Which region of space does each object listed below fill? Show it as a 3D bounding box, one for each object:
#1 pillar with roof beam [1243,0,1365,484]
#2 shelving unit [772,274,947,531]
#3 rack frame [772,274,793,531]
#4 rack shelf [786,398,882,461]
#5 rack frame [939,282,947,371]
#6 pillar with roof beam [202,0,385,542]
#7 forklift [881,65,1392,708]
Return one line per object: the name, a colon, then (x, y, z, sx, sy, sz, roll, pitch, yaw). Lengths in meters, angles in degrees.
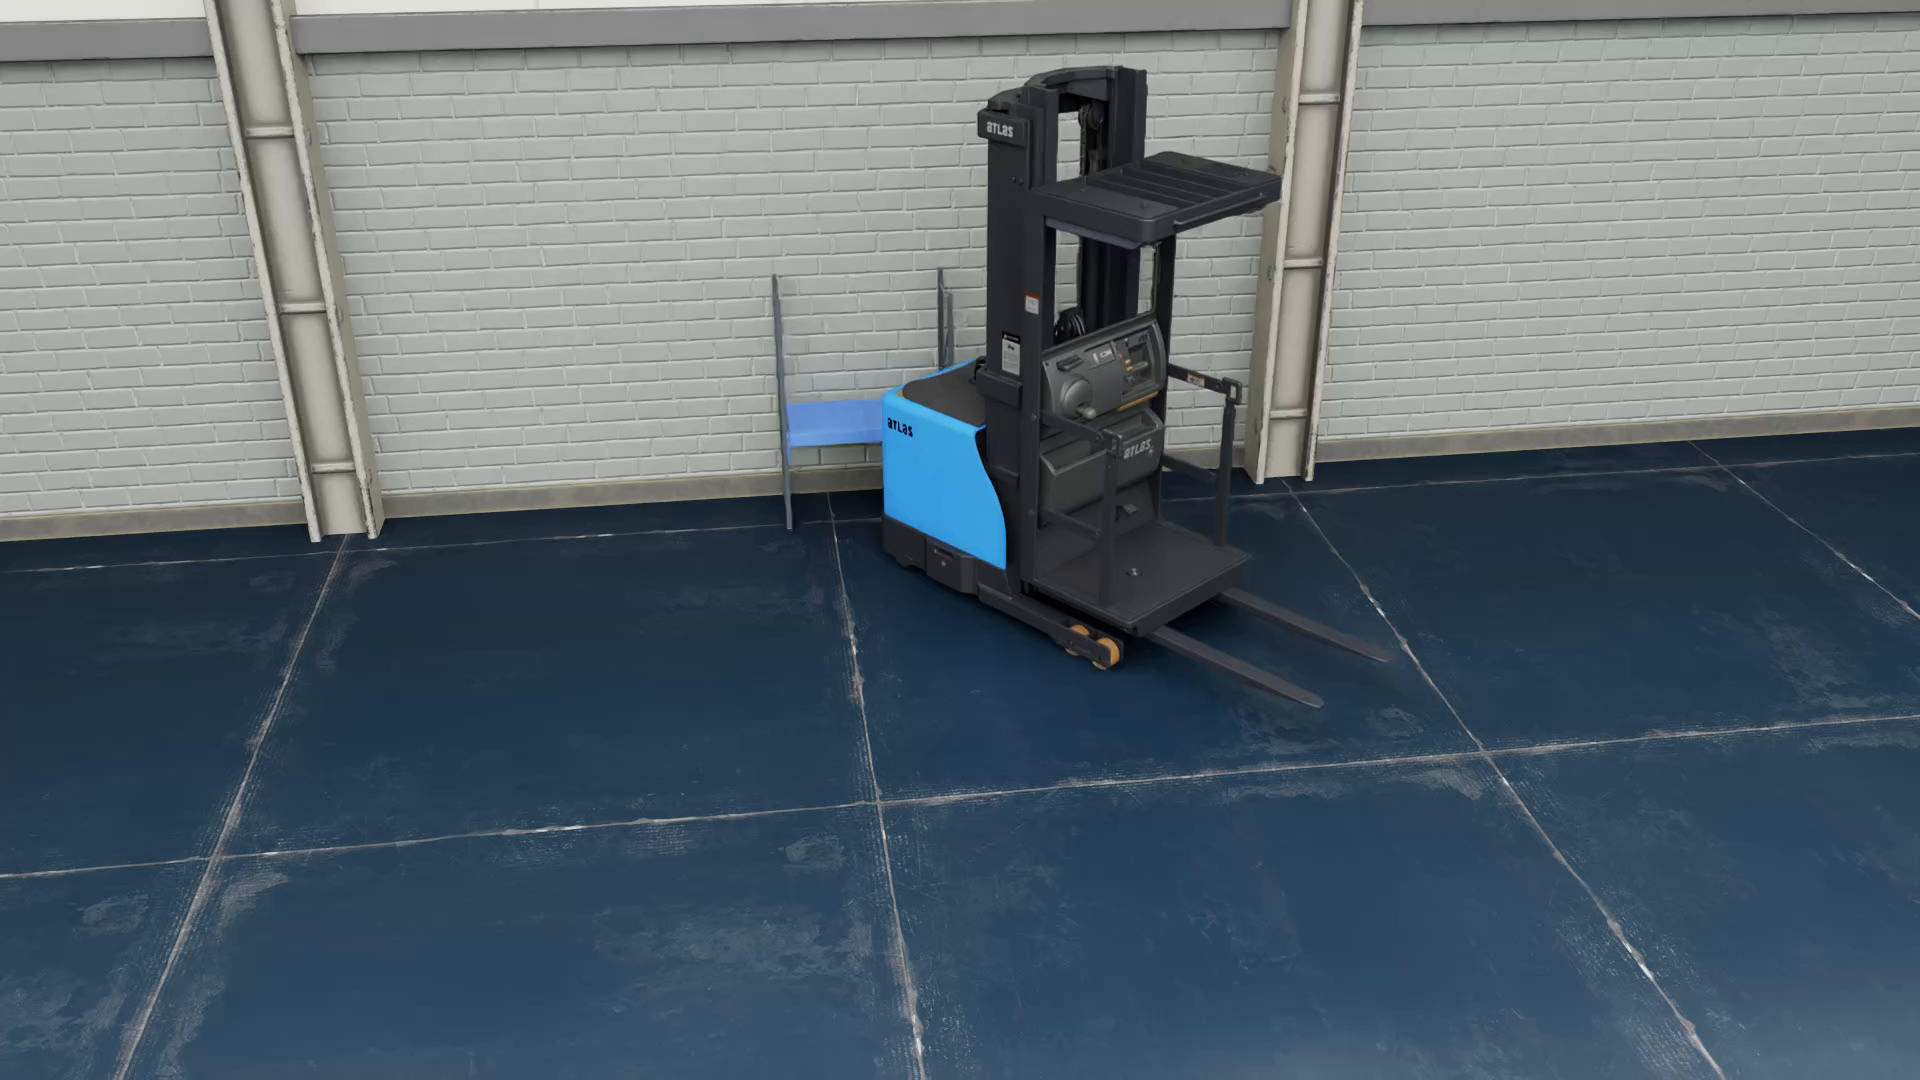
pillar with roof beam: (2.724, -2.509, 5.282, 0.400, 9.000, 9.100, -4, 27, -7)
shelving unit: (-0.597, -0.870, 10.301, 1.039, 1.500, 0.538, -4, 27, -7)
rack frame: (-1.095, -0.837, 10.239, 0.032, 1.500, 0.500, -4, 27, -7)
rack shelf: (-0.592, -0.710, 10.384, 1.000, 0.185, 0.538, -4, 27, -7)
rack frame: (-0.089, -0.904, 10.366, 0.013, 1.308, 0.475, -4, 27, -7)
pillar with roof beam: (-3.218, -2.127, 4.539, 0.400, 9.000, 9.100, -4, 27, -7)
forklift: (0.927, -0.880, 8.754, 1.130, 2.935, 3.031, -24, 36, -39)
